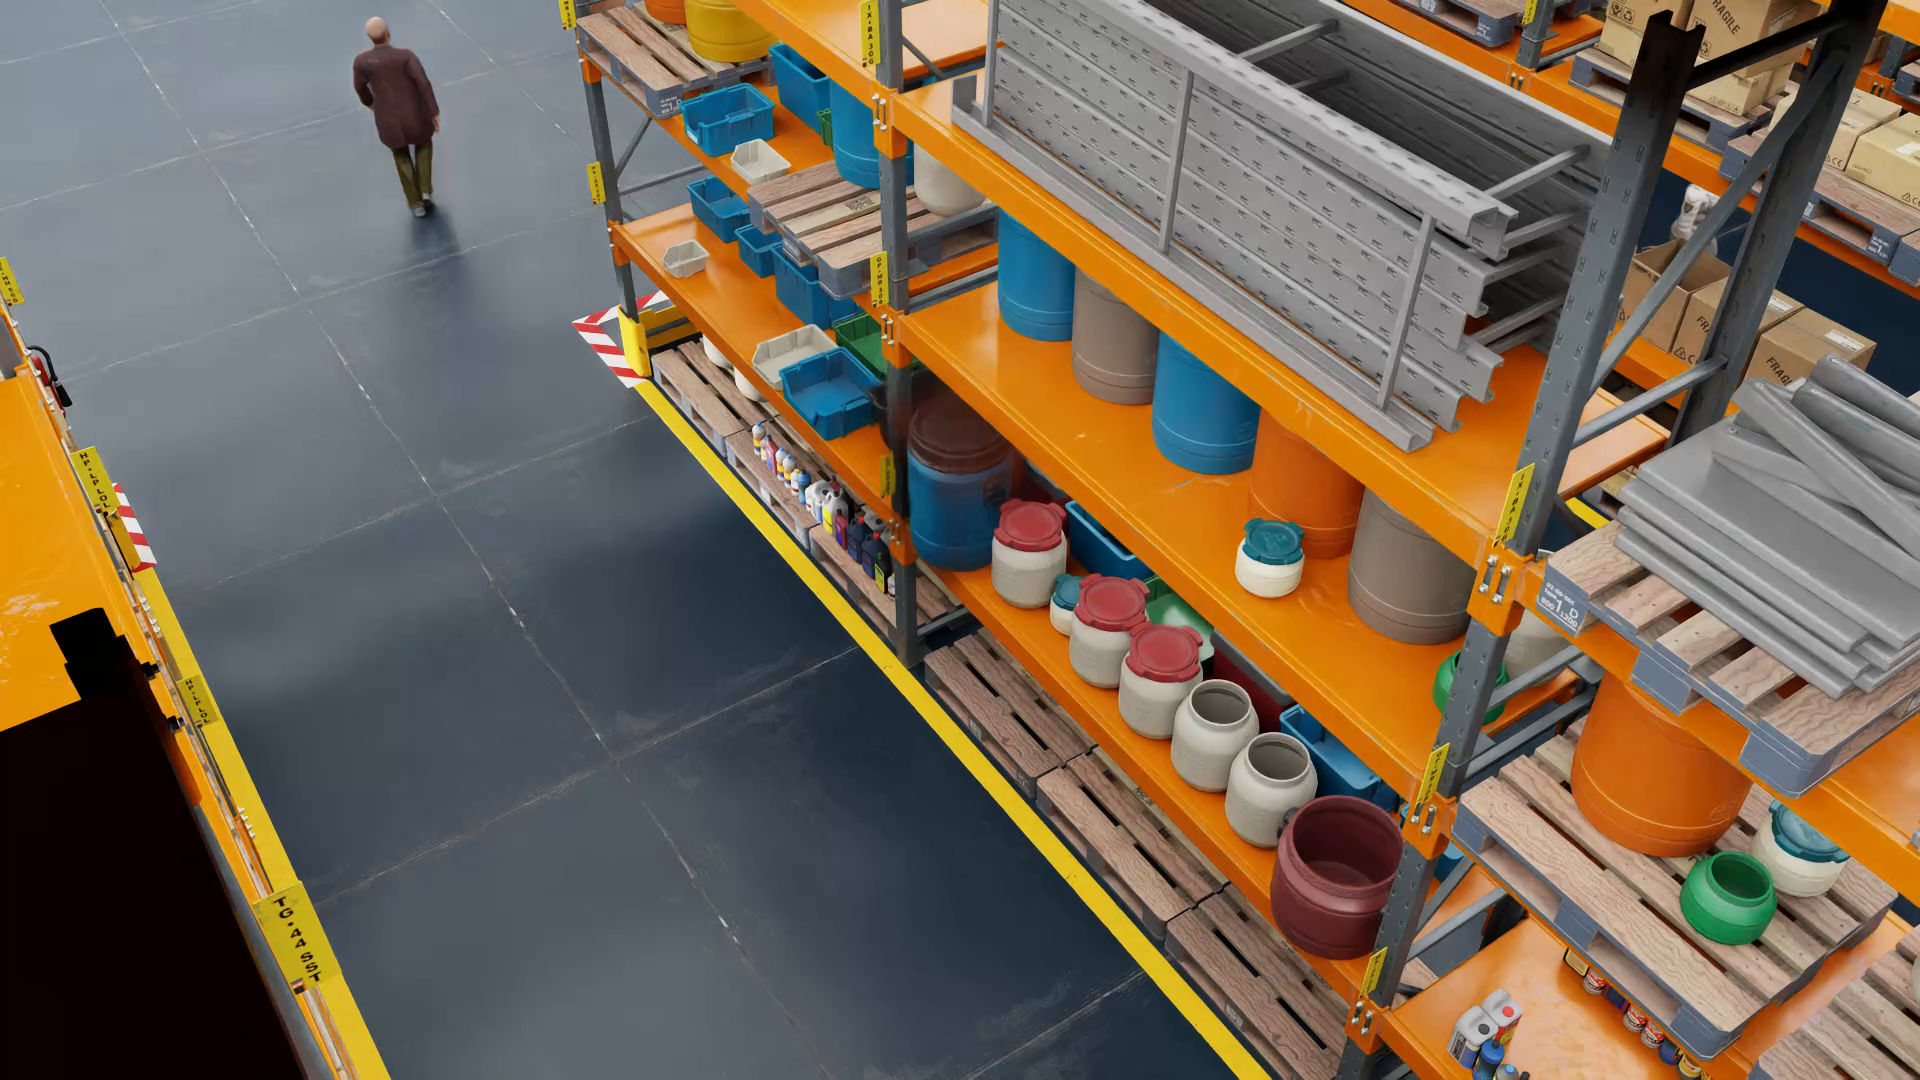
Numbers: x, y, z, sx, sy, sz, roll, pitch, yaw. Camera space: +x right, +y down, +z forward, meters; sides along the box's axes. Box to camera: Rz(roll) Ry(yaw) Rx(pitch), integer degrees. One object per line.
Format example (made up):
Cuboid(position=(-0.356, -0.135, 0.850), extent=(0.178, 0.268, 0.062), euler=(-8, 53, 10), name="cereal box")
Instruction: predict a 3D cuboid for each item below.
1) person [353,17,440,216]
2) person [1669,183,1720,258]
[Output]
Cuboid(position=(-4.883, -3.705, 14.567), extent=(0.706, 1.828, 0.639), euler=(-6, 43, -7), name="person")
Cuboid(position=(5.768, -2.376, 13.094), extent=(0.523, 1.676, 0.405), euler=(-28, 49, -27), name="person")
